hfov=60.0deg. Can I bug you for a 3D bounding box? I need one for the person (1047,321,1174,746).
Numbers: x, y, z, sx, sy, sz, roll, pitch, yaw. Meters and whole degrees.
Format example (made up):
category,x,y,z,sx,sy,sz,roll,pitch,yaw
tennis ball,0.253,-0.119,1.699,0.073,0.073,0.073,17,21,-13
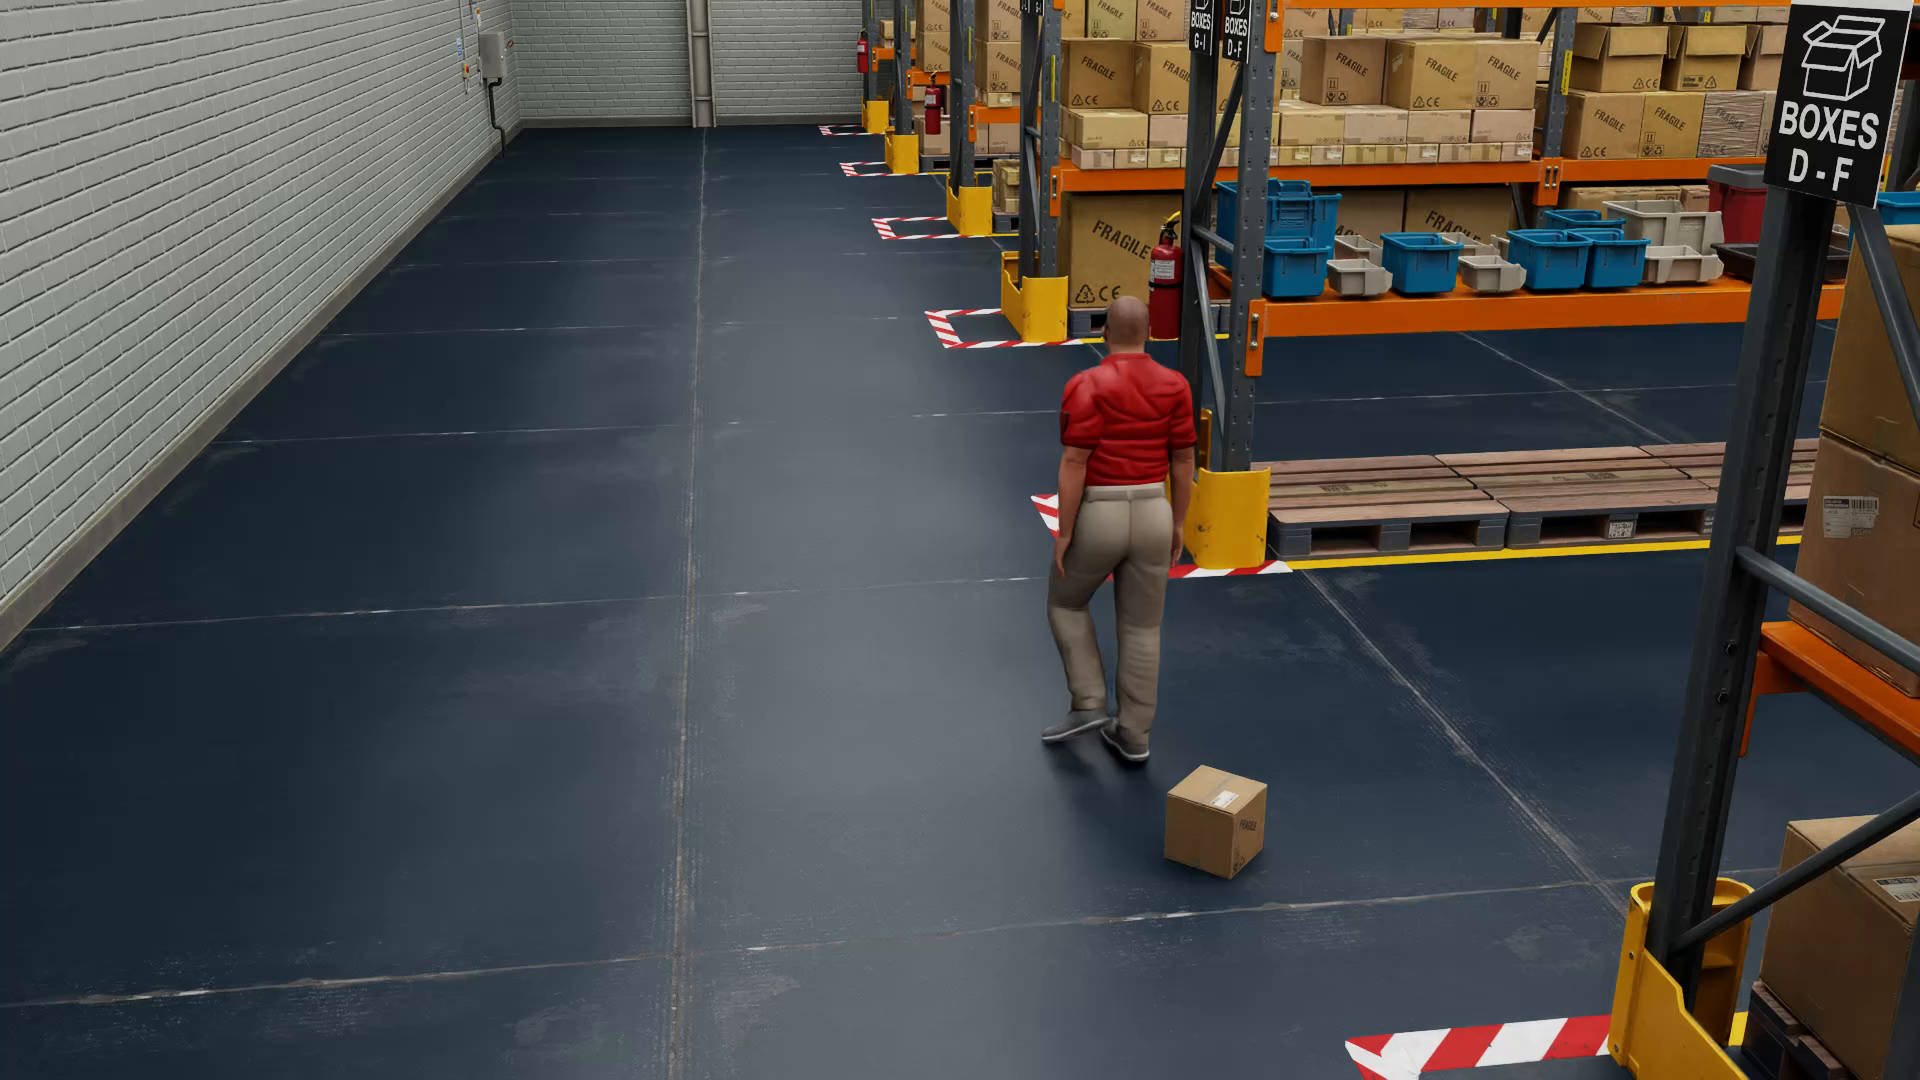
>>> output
category,x,y,z,sx,sy,sz,roll,pitch,yaw
person,0.573,-0.027,6.157,0.425,1.539,0.483,-5,20,-13
